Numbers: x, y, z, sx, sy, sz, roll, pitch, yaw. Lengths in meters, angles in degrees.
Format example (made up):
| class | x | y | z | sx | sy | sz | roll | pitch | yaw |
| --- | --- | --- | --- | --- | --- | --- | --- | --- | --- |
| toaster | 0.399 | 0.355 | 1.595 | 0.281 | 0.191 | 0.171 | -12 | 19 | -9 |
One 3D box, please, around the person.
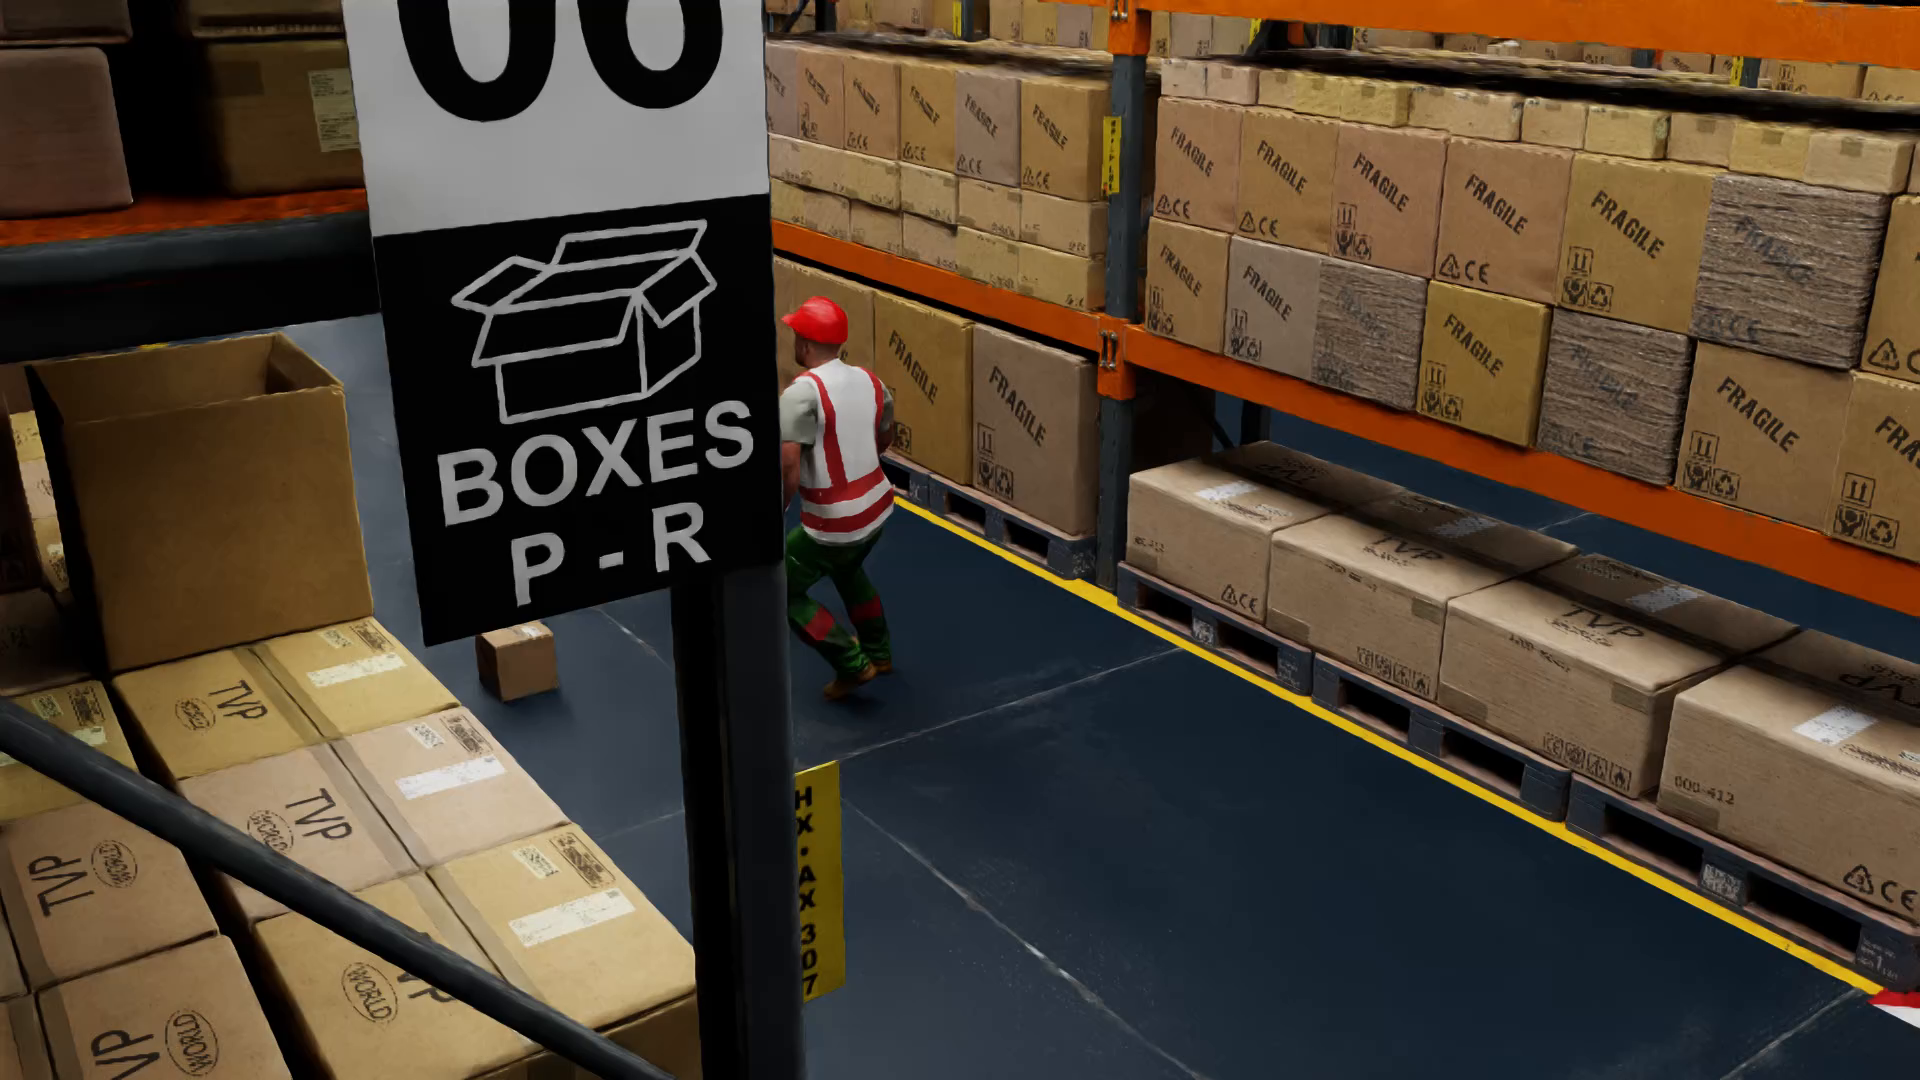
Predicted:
| class | x | y | z | sx | sy | sz | roll | pitch | yaw |
| --- | --- | --- | --- | --- | --- | --- | --- | --- | --- |
| person | -0.529 | -0.145 | 6.592 | 0.510 | 1.716 | 0.946 | 10 | 23 | 24 |
